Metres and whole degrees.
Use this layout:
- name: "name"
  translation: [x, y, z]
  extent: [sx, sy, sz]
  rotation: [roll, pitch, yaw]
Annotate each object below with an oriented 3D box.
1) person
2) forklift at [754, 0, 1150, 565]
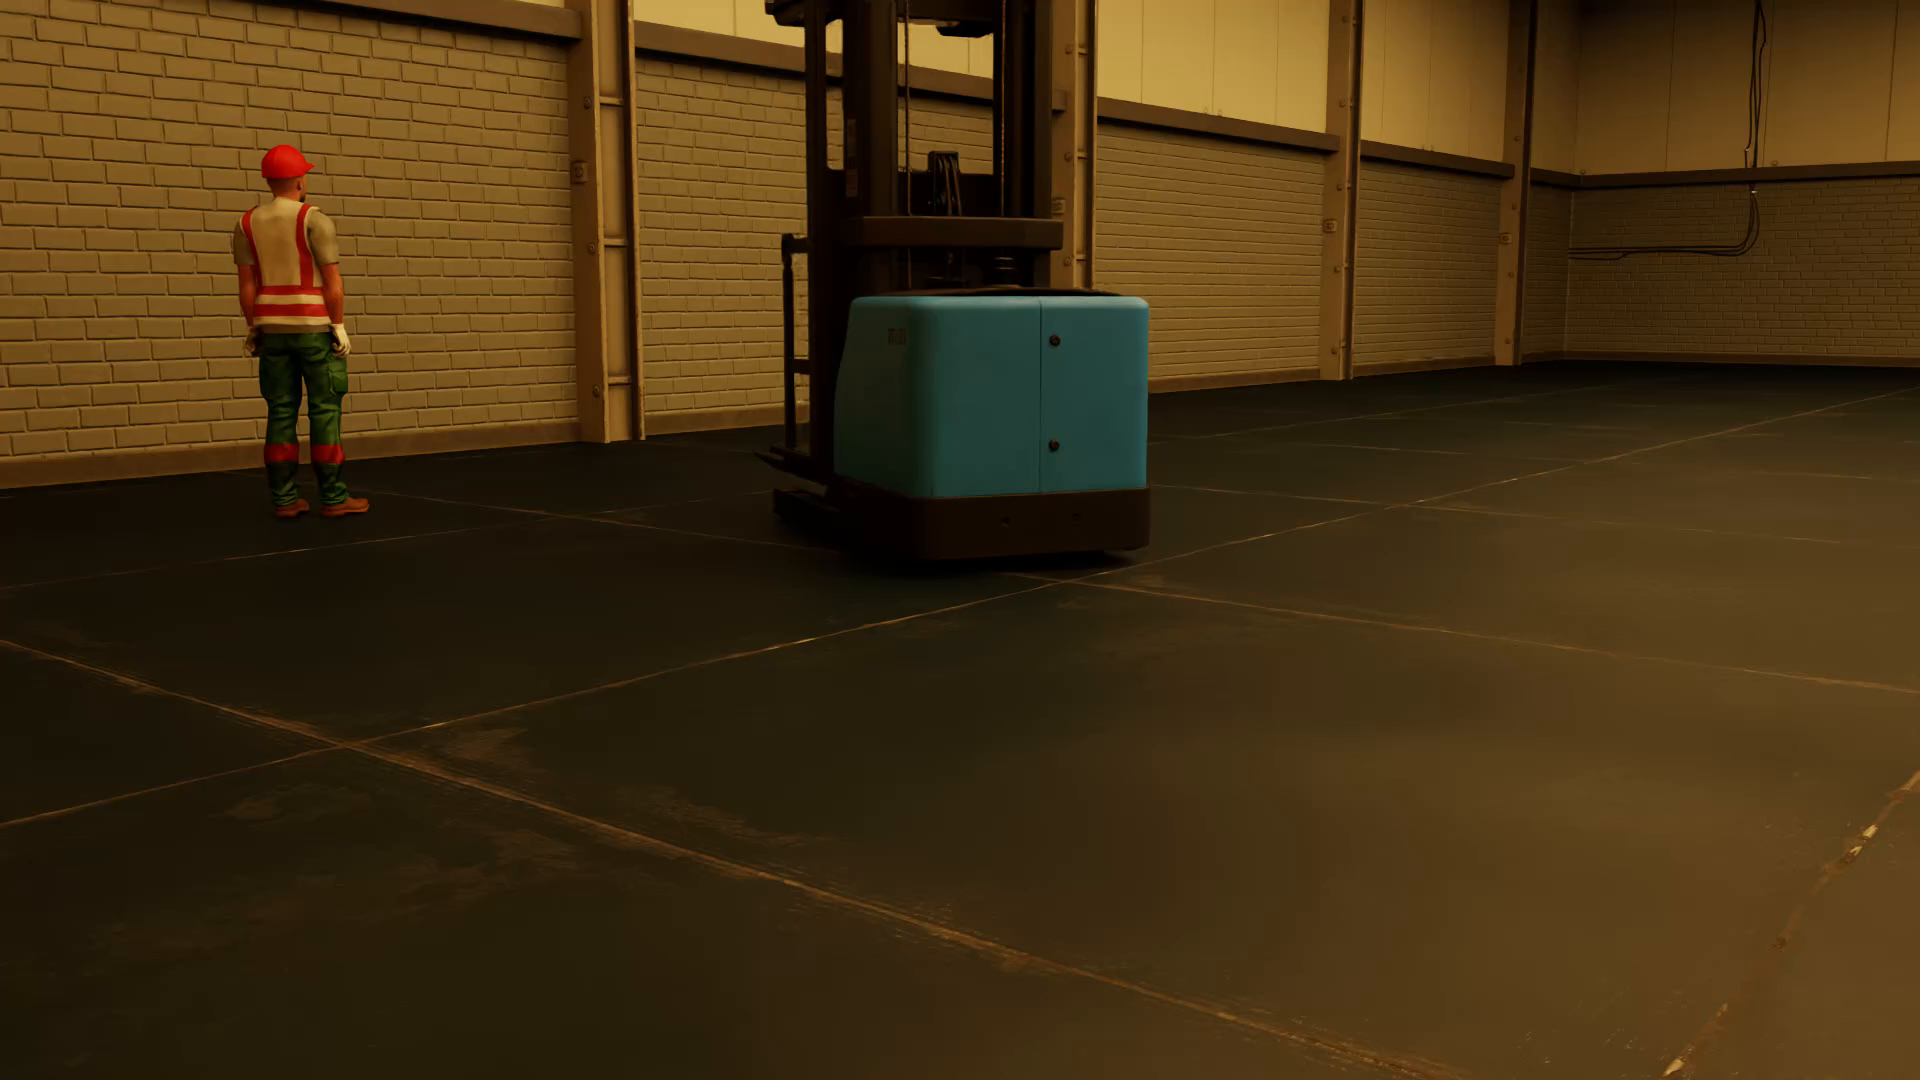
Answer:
- name: "person"
  translation: [-3.231, -1.011, 8.132]
  extent: [0.529, 1.795, 0.369]
  rotation: [1, 8, 5]
- name: "forklift"
  translation: [-0.252, -1.528, 7.721]
  extent: [1.130, 2.935, 3.031]
  rotation: [-3, 9, -22]
